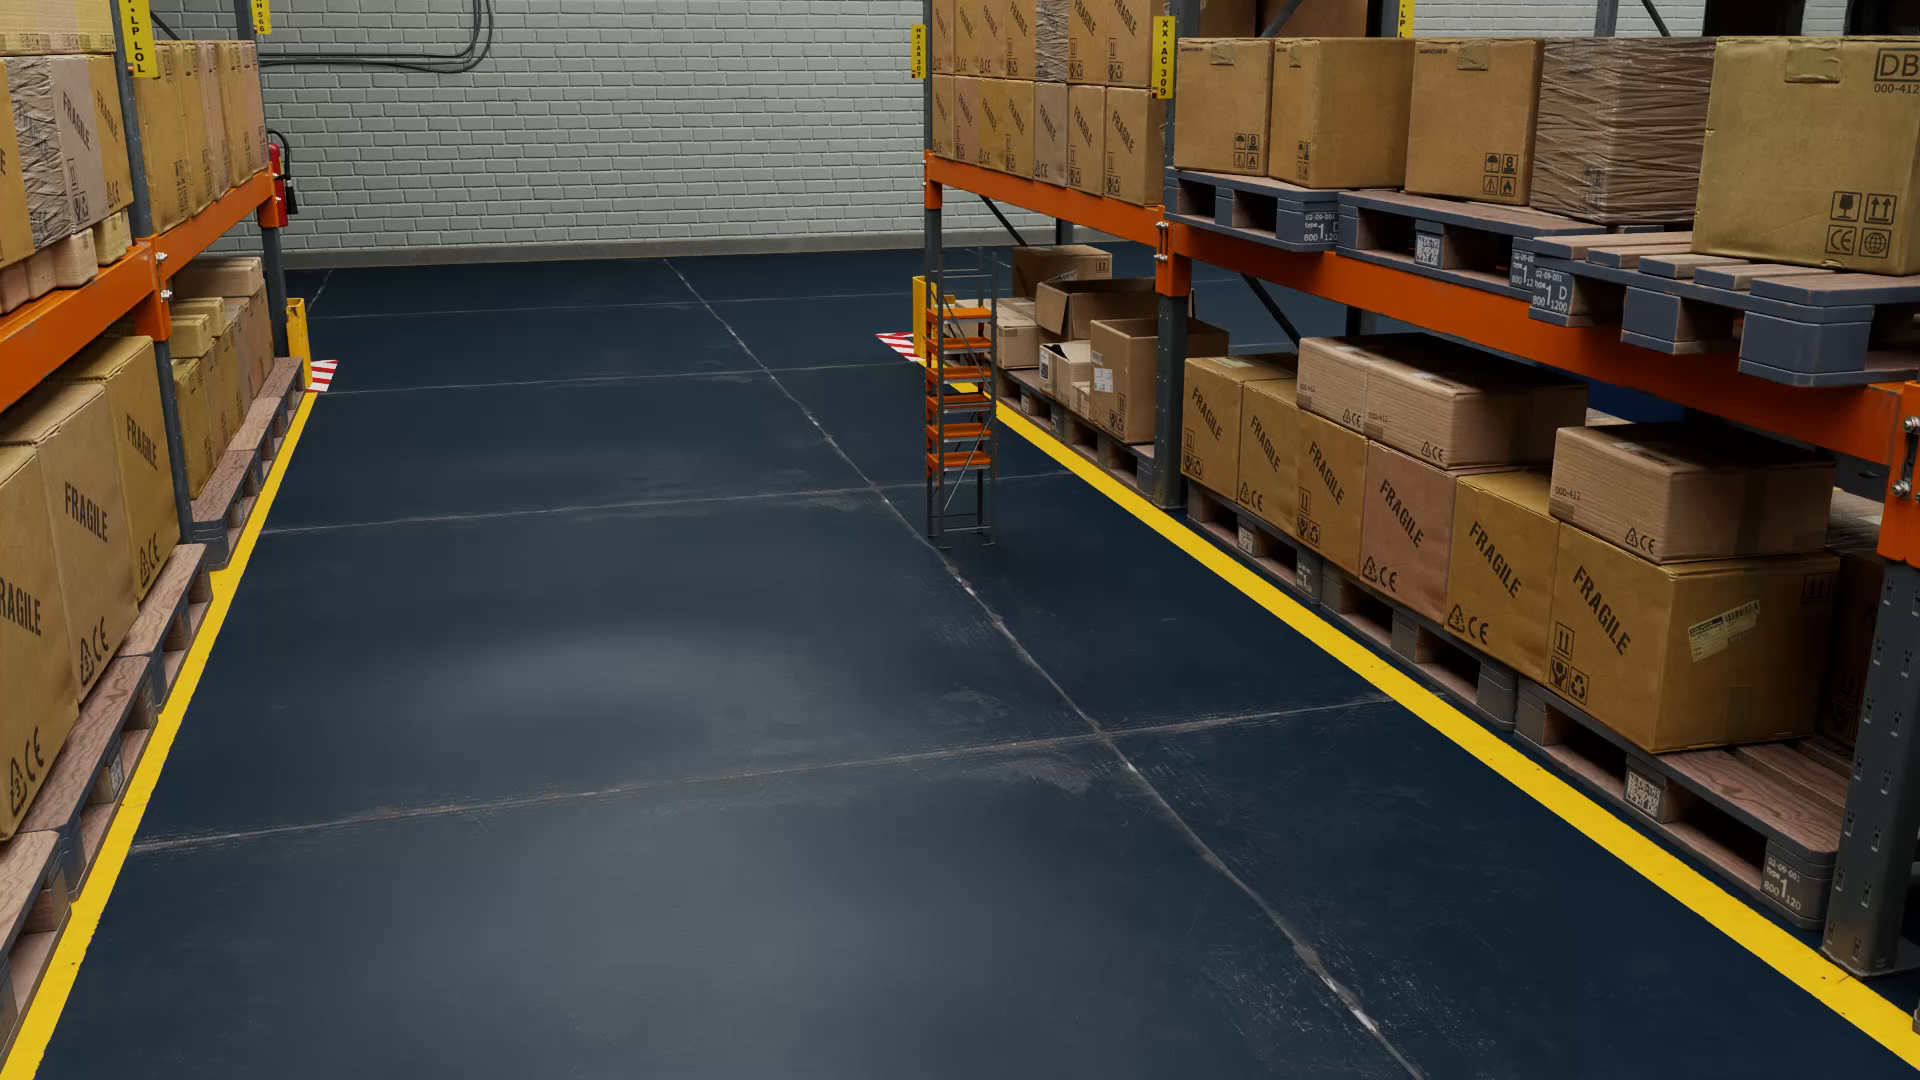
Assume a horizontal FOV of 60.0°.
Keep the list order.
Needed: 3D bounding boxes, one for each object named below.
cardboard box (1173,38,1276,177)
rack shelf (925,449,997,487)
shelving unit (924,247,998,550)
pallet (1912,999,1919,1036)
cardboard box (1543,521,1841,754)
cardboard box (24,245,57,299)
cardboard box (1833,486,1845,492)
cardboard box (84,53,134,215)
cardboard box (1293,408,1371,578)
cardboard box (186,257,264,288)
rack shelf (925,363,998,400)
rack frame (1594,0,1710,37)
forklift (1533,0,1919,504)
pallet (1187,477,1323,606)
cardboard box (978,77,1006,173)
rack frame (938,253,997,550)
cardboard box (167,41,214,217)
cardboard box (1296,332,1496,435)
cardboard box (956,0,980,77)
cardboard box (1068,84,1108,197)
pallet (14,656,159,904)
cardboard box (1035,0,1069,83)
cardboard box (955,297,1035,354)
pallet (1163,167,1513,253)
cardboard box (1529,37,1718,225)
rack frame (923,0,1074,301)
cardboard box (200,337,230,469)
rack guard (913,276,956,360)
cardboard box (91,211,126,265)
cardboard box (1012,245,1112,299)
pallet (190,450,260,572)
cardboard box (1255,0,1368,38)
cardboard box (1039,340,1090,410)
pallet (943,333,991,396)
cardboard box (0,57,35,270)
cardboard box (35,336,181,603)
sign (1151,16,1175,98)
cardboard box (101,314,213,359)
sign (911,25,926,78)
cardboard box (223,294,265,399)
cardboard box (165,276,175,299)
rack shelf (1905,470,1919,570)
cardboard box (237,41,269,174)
[{"bbox_3d":[1.276,-1.719,6.558,0.700,0.500,0.500,-12,20,-34],"label":"cardboard box"},{"bbox_3d":[0.004,-0.298,6.848,0.258,0.103,0.180,-5,17,-15],"label":"rack shelf"},{"bbox_3d":[0.004,-0.571,6.766,0.258,1.200,0.189,-5,17,-15],"label":"shelving unit"},{"bbox_3d":[2.649,1.054,3.077,1.003,0.211,1.213,-5,17,-15],"label":"pallet"},{"bbox_3d":[1.977,0.234,4.540,0.500,0.500,0.500,-4,17,-13],"label":"cardboard box"},{"bbox_3d":[-2.784,-0.760,4.670,0.380,0.149,0.250,-5,17,-15],"label":"cardboard box"},{"bbox_3d":[2.327,0.042,5.179,0.500,0.500,0.500,-5,17,-16],"label":"cardboard box"},{"bbox_3d":[-3.032,-1.318,5.402,0.500,0.500,0.500,-5,17,-16],"label":"cardboard box"},{"bbox_3d":[1.547,-0.194,5.964,0.500,0.500,0.500,-4,17,-15],"label":"cardboard box"},{"bbox_3d":[-4.001,-1.441,9.021,0.380,0.149,0.250,-5,17,-16],"label":"cardboard box"},{"bbox_3d":[0.004,-0.643,6.744,0.258,0.103,0.180,-5,17,-15],"label":"rack shelf"},{"bbox_3d":[5.025,-3.116,12.111,1.000,3.000,0.127,-5,17,-15],"label":"rack frame"},{"bbox_3d":[3.630,-1.357,6.374,1.130,2.935,3.031,-6,18,-18],"label":"forklift"},{"bbox_3d":[1.621,-0.061,6.790,1.003,0.211,1.213,-5,17,-15],"label":"pallet"},{"bbox_3d":[0.412,-2.348,9.382,0.500,0.500,0.500,-5,17,-15],"label":"cardboard box"},{"bbox_3d":[0.029,-0.545,6.682,0.240,1.200,0.006,-5,17,-15],"label":"rack frame"},{"bbox_3d":[-3.730,-1.724,6.955,0.980,0.700,0.700,-5,17,-17],"label":"cardboard box"},{"bbox_3d":[1.534,-0.562,5.886,0.500,0.250,0.500,-5,17,-15],"label":"cardboard box"},{"bbox_3d":[0.281,-2.965,9.695,0.500,0.500,0.500,-5,17,-15],"label":"cardboard box"},{"bbox_3d":[0.834,-1.927,7.980,0.500,0.500,0.500,-4,17,-14],"label":"cardboard box"},{"bbox_3d":[-2.778,0.655,4.405,1.003,0.211,1.213,-5,17,-15],"label":"pallet"},{"bbox_3d":[0.691,-2.546,8.302,0.500,0.500,0.500,-5,17,-15],"label":"cardboard box"},{"bbox_3d":[0.276,-1.308,10.108,0.500,0.250,0.500,-5,17,-15],"label":"cardboard box"},{"bbox_3d":[1.475,-1.297,6.391,1.003,0.211,1.213,-5,17,-15],"label":"pallet"},{"bbox_3d":[2.111,-1.195,4.812,0.700,0.500,0.500,-1,17,-5],"label":"cardboard box"},{"bbox_3d":[0.261,-2.725,10.811,1.000,3.000,0.127,-5,17,-15],"label":"rack frame"},{"bbox_3d":[-3.643,-0.584,7.299,0.700,0.500,0.500,-5,17,-16],"label":"cardboard box"},{"bbox_3d":[0.282,-1.507,11.101,1.175,0.500,0.348,-5,17,-15],"label":"rack guard"},{"bbox_3d":[-2.944,-0.976,5.391,0.380,0.149,0.250,-4,17,-14],"label":"cardboard box"},{"bbox_3d":[0.648,-1.608,10.671,0.500,0.500,0.500,-5,17,-15],"label":"cardboard box"},{"bbox_3d":[-3.535,-0.107,6.942,1.003,0.211,1.213,-5,17,-15],"label":"pallet"},{"bbox_3d":[1.502,-2.298,7.477,0.500,0.500,0.500,-4,17,-14],"label":"cardboard box"},{"bbox_3d":[0.725,-0.885,8.592,0.500,0.311,0.500,-5,17,-15],"label":"cardboard box"},{"bbox_3d":[0.502,-1.148,10.408,1.003,0.211,1.213,-5,17,-15],"label":"pallet"},{"bbox_3d":[-2.610,-0.901,4.011,0.500,0.500,0.500,-4,17,-14],"label":"cardboard box"},{"bbox_3d":[-3.098,-0.228,5.505,0.750,0.750,0.750,-4,17,-15],"label":"cardboard box"},{"bbox_3d":[0.841,-1.989,6.853,0.100,0.325,0.005,-5,17,-15],"label":"sign"},{"bbox_3d":[-3.427,-0.865,7.105,0.380,0.149,0.250,-4,17,-13],"label":"cardboard box"},{"bbox_3d":[-0.260,-3.097,10.544,0.100,0.325,0.005,-5,17,-15],"label":"sign"},{"bbox_3d":[-4.074,-1.013,8.724,0.700,0.500,0.500,-5,17,-15],"label":"cardboard box"},{"bbox_3d":[-4.230,-1.271,8.457,0.380,0.149,0.250,-5,17,-15],"label":"cardboard box"},{"bbox_3d":[3.010,0.385,1.706,1.077,0.370,4.000,-5,17,-15],"label":"rack shelf"},{"bbox_3d":[-4.351,-2.336,8.994,0.980,0.700,0.700,-4,17,-13],"label":"cardboard box"}]
